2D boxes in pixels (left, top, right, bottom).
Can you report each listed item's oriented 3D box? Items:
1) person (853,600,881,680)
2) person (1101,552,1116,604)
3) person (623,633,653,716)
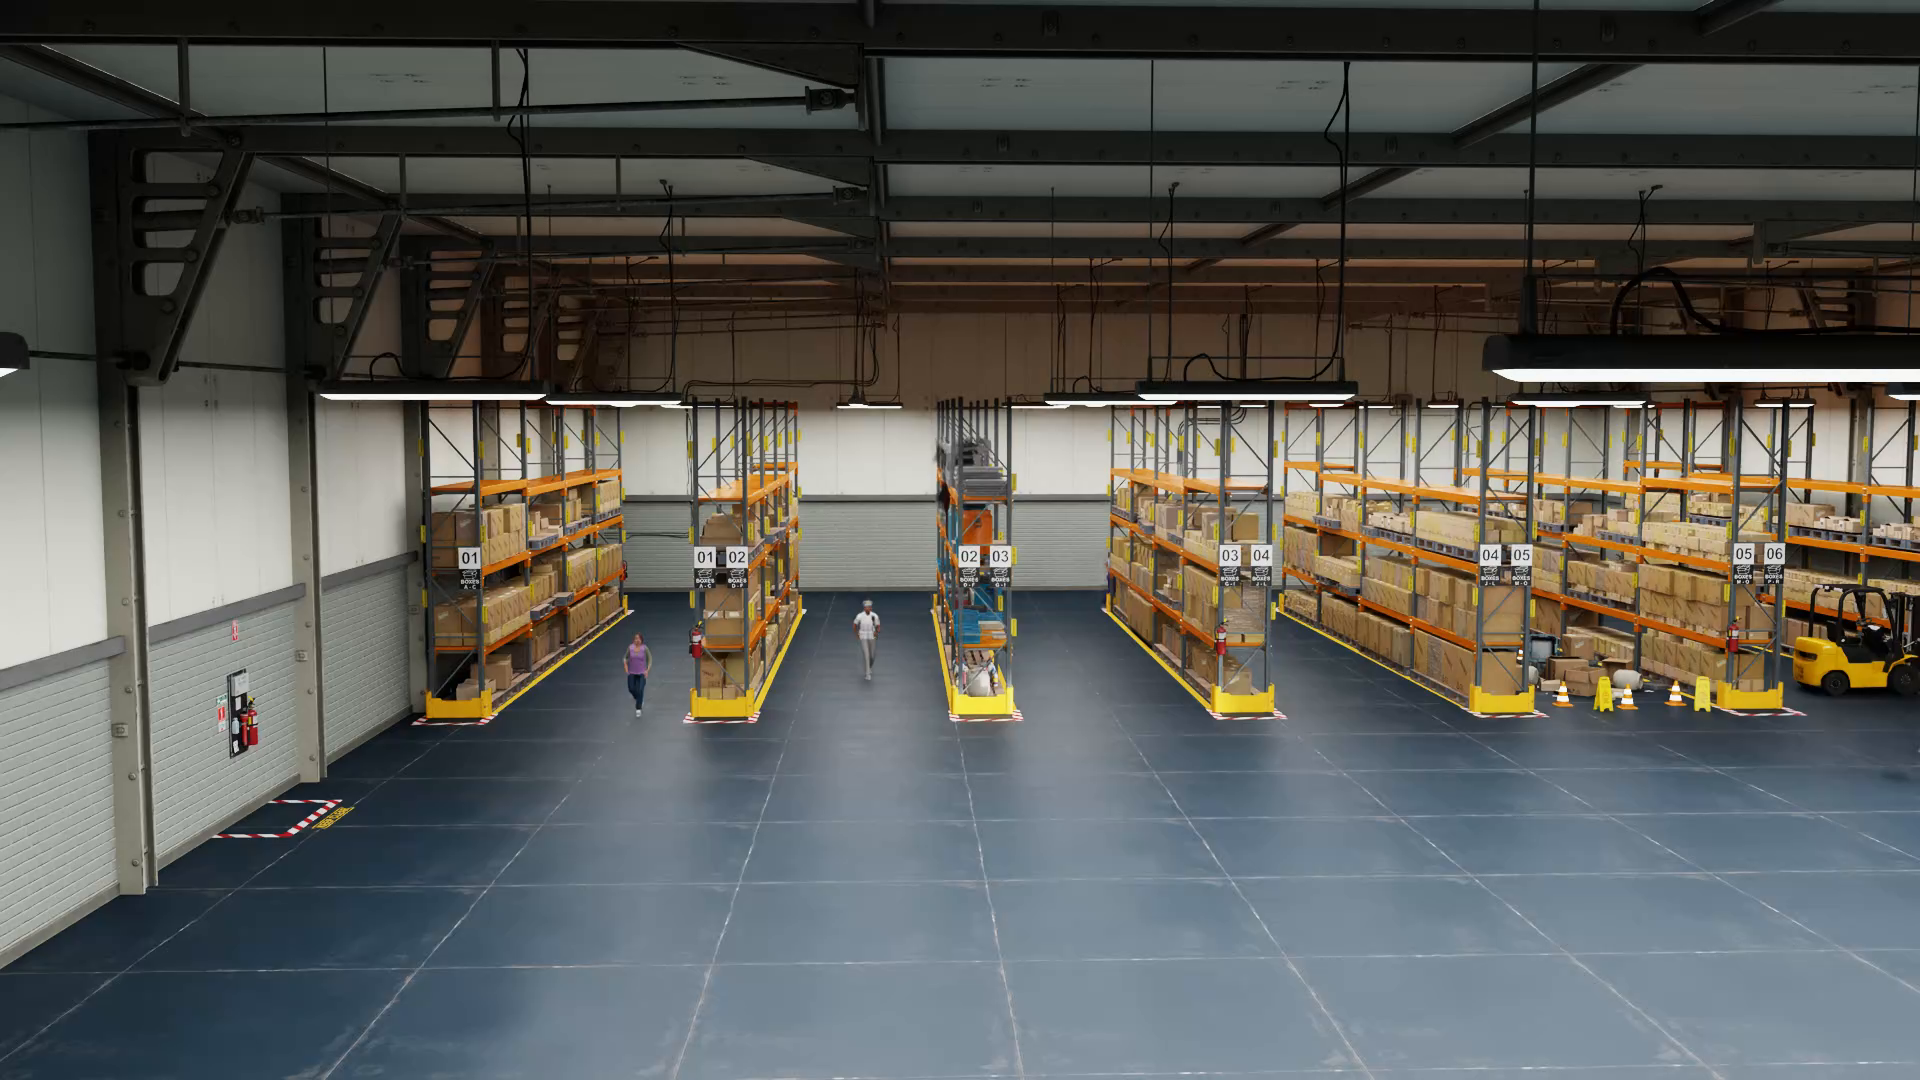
[{"bbox_3d":[-2.001,2.122,35.778,0.600,1.684,0.747,-1,5,-11],"label":"person"},{"bbox_3d":[4.482,1.147,48.975,0.636,1.676,0.655,0,4,2],"label":"person"},{"bbox_3d":[-6.085,2.534,31.363,0.568,1.566,0.486,0,4,0],"label":"person"}]
